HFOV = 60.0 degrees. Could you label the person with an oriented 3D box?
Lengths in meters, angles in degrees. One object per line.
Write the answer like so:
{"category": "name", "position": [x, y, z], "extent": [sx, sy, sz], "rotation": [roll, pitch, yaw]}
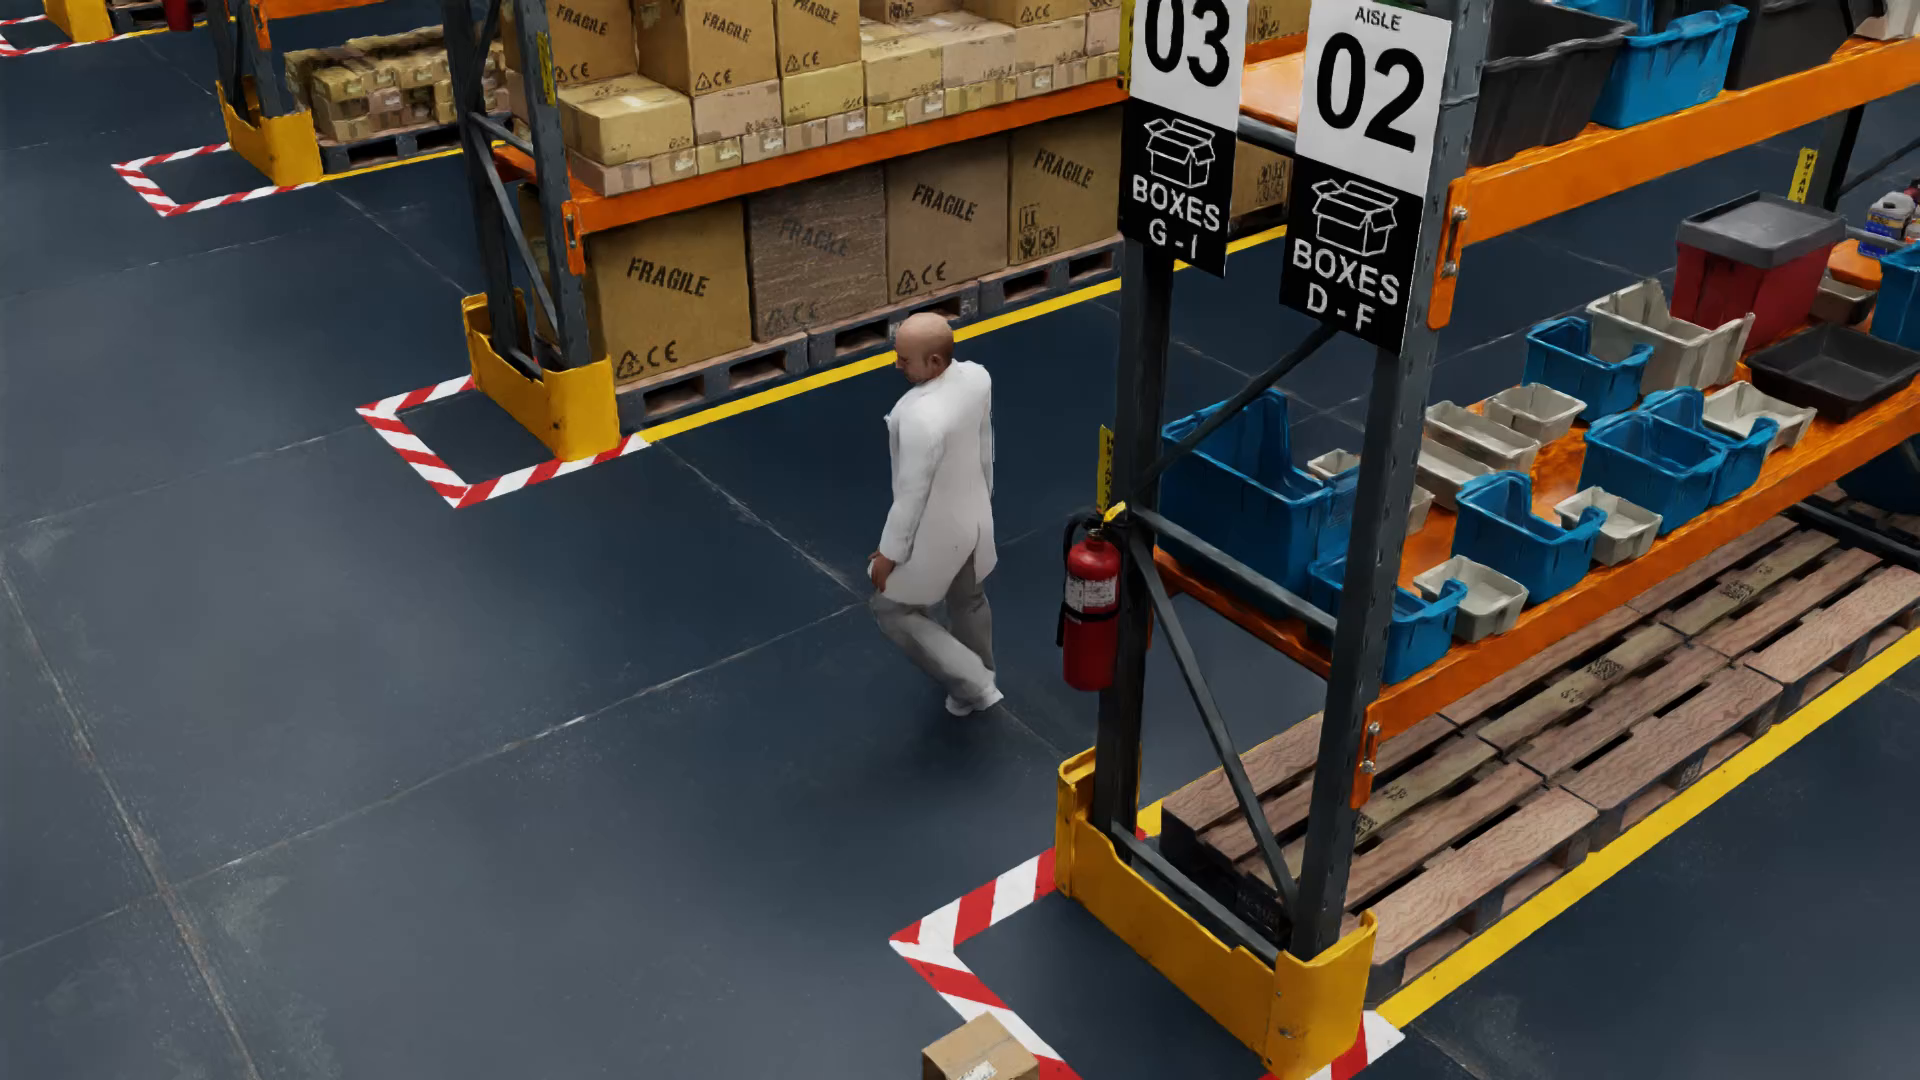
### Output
{"category": "person", "position": [-0.039, -0.040, 6.196], "extent": [0.555, 1.763, 0.640], "rotation": [17, 35, 25]}
